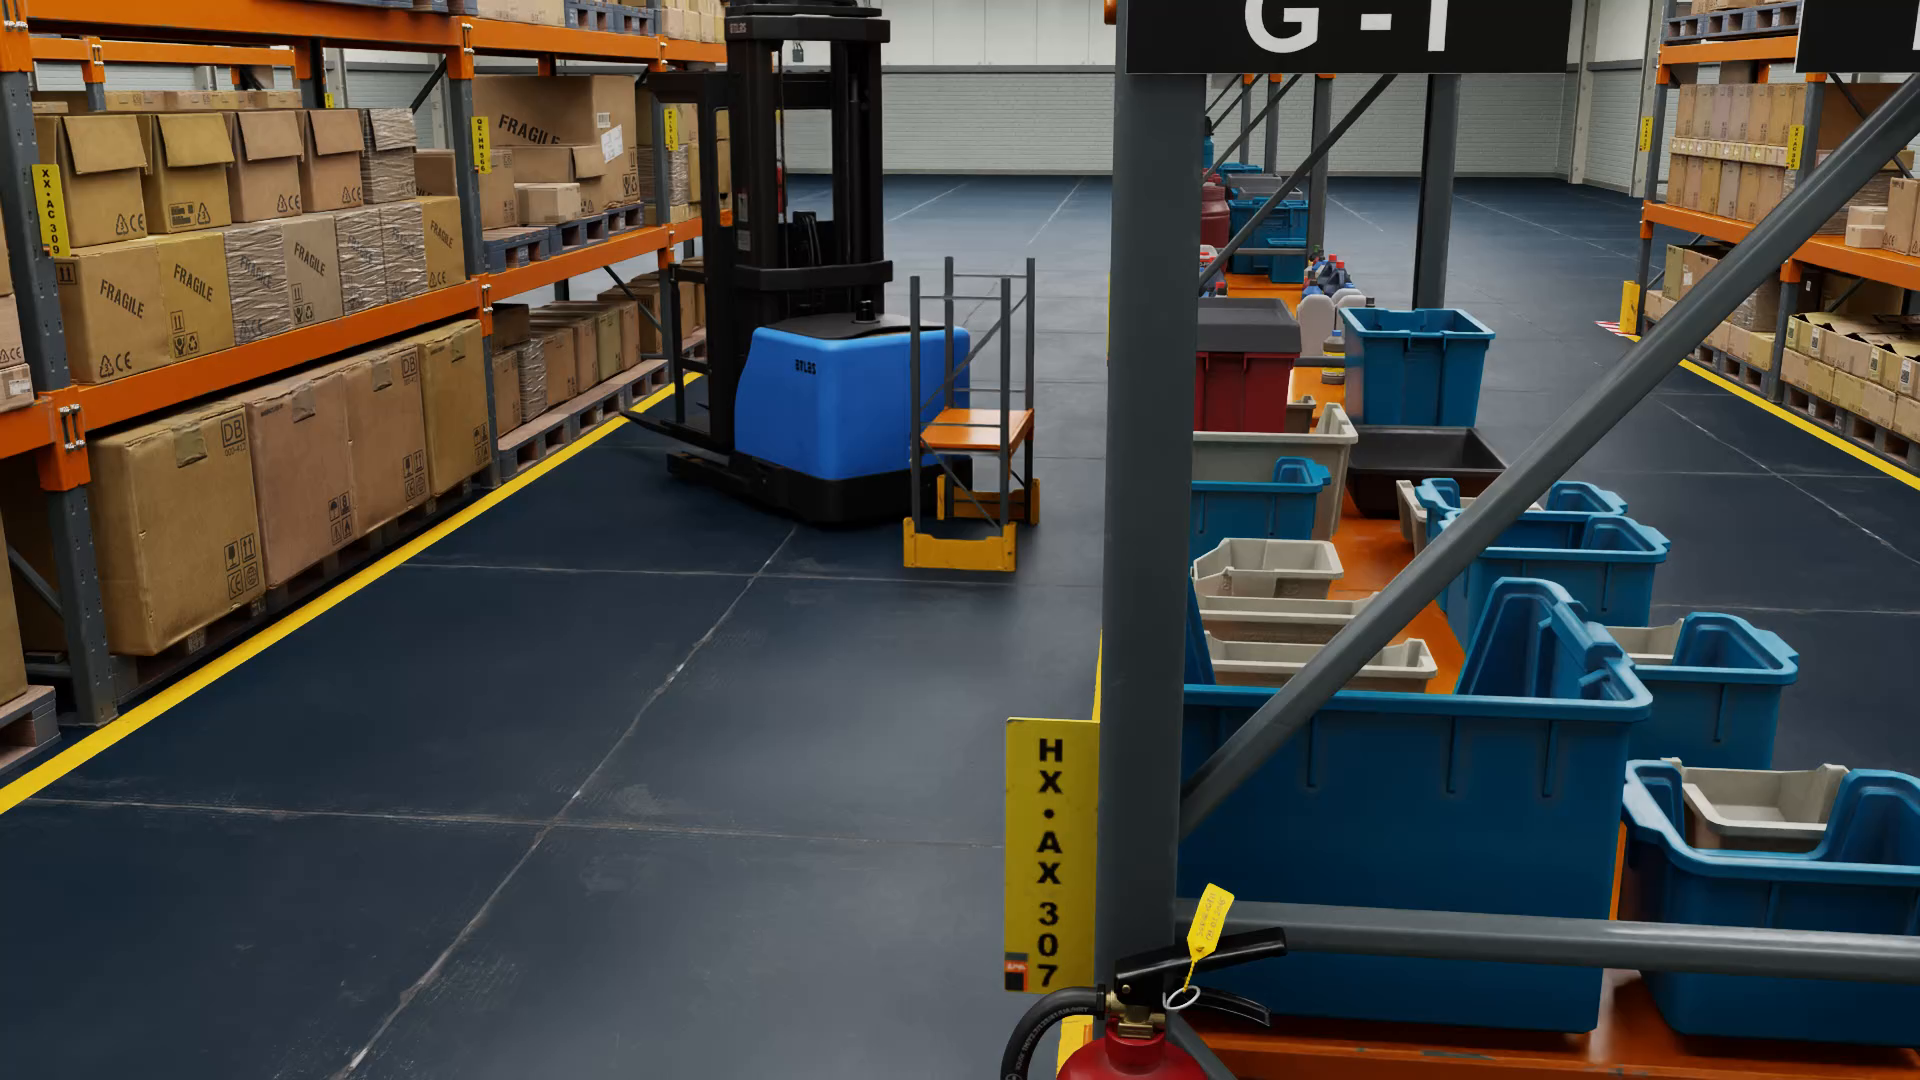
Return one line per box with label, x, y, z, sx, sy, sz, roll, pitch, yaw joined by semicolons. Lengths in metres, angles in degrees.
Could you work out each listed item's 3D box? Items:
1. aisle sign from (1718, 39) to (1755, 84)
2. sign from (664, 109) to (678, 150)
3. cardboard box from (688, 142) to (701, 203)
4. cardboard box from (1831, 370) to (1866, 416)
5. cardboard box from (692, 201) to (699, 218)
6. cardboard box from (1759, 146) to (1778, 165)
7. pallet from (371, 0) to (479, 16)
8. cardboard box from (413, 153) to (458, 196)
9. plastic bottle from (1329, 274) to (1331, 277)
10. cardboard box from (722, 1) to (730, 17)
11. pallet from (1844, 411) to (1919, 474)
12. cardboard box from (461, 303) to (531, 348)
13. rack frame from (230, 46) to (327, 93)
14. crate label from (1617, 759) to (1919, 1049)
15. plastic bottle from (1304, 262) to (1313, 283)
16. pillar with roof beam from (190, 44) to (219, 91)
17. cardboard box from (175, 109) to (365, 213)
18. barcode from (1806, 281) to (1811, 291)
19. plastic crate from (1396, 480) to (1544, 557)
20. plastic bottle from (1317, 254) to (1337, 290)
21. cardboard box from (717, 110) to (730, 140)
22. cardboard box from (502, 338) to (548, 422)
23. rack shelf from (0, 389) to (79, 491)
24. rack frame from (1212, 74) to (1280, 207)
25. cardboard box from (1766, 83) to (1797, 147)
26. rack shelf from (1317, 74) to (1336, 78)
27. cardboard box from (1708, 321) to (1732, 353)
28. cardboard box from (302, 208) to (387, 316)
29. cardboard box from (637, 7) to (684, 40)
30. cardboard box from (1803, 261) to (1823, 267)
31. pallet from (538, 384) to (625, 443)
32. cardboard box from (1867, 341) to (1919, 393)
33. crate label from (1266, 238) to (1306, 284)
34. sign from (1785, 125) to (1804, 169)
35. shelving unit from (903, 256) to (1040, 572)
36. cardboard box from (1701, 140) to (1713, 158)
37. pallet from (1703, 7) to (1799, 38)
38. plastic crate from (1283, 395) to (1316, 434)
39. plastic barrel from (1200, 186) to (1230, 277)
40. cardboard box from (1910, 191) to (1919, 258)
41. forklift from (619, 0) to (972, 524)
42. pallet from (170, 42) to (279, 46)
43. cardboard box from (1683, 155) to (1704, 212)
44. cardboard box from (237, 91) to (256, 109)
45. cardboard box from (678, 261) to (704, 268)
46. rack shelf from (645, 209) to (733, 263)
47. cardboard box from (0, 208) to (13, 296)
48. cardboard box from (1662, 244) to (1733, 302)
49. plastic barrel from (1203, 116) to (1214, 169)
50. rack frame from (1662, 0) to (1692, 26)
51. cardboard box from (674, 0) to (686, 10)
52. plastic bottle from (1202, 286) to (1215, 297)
aisle sign;7.674;-4.827;16.286;0.394;0.787;0.004;2;15;6
sign;-2.367;-3.362;13.632;0.100;0.325;0.005;2;15;6
cardboard box;-2.716;-3.254;14.689;0.875;0.500;0.500;2;15;6
cardboard box;6.517;-1.037;11.714;0.500;0.250;0.500;1;15;5
cardboard box;-2.536;-2.940;14.768;0.380;0.149;0.250;2;15;6
cardboard box;6.827;-3.164;13.684;0.380;0.149;0.250;2;15;6
pallet;-3.391;-2.970;9.013;1.213;0.211;1.003;2;15;9
cardboard box;-3.349;-2.174;10.458;0.500;0.500;0.500;0;15;-1
plastic bottle;1.704;-1.084;7.650;0.061;0.283;0.133;2;15;6
cardboard box;-2.343;-5.006;15.705;0.380;0.149;0.250;1;15;3
pallet;6.744;-0.670;11.237;1.003;0.211;1.213;2;15;6
cardboard box;-3.275;-1.462;11.330;0.500;0.250;0.500;3;16;13
rack frame;-7.385;-4.029;18.314;1.000;3.000;0.127;2;15;6
crate label;1.003;0.437;2.005;0.416;0.233;0.303;2;15;6
plastic bottle;1.898;-1.393;8.946;0.097;0.201;0.097;0;15;0
pillar with roof beam;-11.913;-11.577;34.736;9.100;9.000;0.400;2;15;6
cardboard box;-3.545;-1.956;8.535;0.797;0.503;0.637;2;15;8
barcode;6.481;-1.941;12.701;0.001;0.075;0.075;2;15;6
plastic crate;1.202;-0.039;3.951;0.293;0.136;0.466;2;15;6
plastic bottle;1.741;-1.158;7.791;0.144;0.351;0.185;2;15;6
cardboard box;-2.459;-3.992;15.502;0.500;0.500;0.500;2;15;6
cardboard box;-3.265;-1.106;11.450;0.700;0.500;0.500;0;15;2
rack shelf;-4.048;0.122;4.342;1.077;0.370;4.000;2;15;6
rack frame;2.002;-2.673;13.300;1.000;3.000;0.127;2;15;6
cardboard box;7.023;-3.447;13.486;0.700;0.500;0.500;2;15;6
rack shelf;1.325;-2.217;7.248;1.077;0.370;4.000;2;15;6
cardboard box;6.867;-1.788;14.490;0.500;0.250;0.500;2;15;6
cardboard box;-3.298;-1.430;8.514;0.500;0.500;0.500;1;15;4
cardboard box;-2.614;-4.304;13.872;0.500;0.250;0.500;1;15;4
cardboard box;7.399;-2.134;14.333;0.500;0.500;0.500;2;15;6
pallet;-3.141;-0.953;12.284;1.003;0.211;1.213;2;15;6
cardboard box;6.457;-1.174;11.144;0.500;0.311;0.500;2;15;8
crate label;1.971;-1.653;9.849;0.303;0.233;0.416;2;15;6
sign;6.372;-2.998;12.693;0.100;0.325;0.005;2;15;6
shelving unit;0.081;-0.708;8.906;0.587;1.500;1.083;2;15;9
cardboard box;7.002;-3.562;15.153;0.380;0.149;0.250;1;15;4
pallet;7.134;-4.469;14.365;1.003;0.211;1.213;2;15;6
plastic crate;0.905;-0.383;5.223;0.396;0.136;0.243;2;15;6
plastic barrel;1.302;-1.830;9.924;0.600;0.536;0.708;2;15;6
cardboard box;6.705;-2.109;11.024;0.500;0.500;0.500;2;15;6
forklift;-1.212;-1.831;10.317;1.130;2.935;3.031;-11;19;-35
pallet;-7.458;-5.241;17.221;1.003;0.211;1.213;2;15;6
cardboard box;7.255;-3.355;15.630;0.700;0.500;0.500;2;15;8
cardboard box;-7.634;-4.240;16.742;0.875;0.550;0.550;2;15;6
cardboard box;-2.588;-2.535;16.774;0.500;0.500;0.500;6;16;21
rack shelf;-2.694;-2.990;15.852;1.077;0.370;4.000;2;15;6
cardboard box;-3.608;-1.050;5.579;0.500;0.500;0.500;2;15;8
cardboard box;7.039;-2.539;15.830;0.500;0.500;0.500;2;15;6
plastic barrel;1.657;-2.824;12.897;0.600;0.901;0.708;2;15;6
rack frame;7.375;-6.459;15.811;1.000;3.000;0.127;2;15;6
cardboard box;-2.562;-4.603;14.216;0.380;0.149;0.250;2;15;7
plastic bottle;1.088;-0.969;7.247;0.097;0.271;0.097;0;15;0
